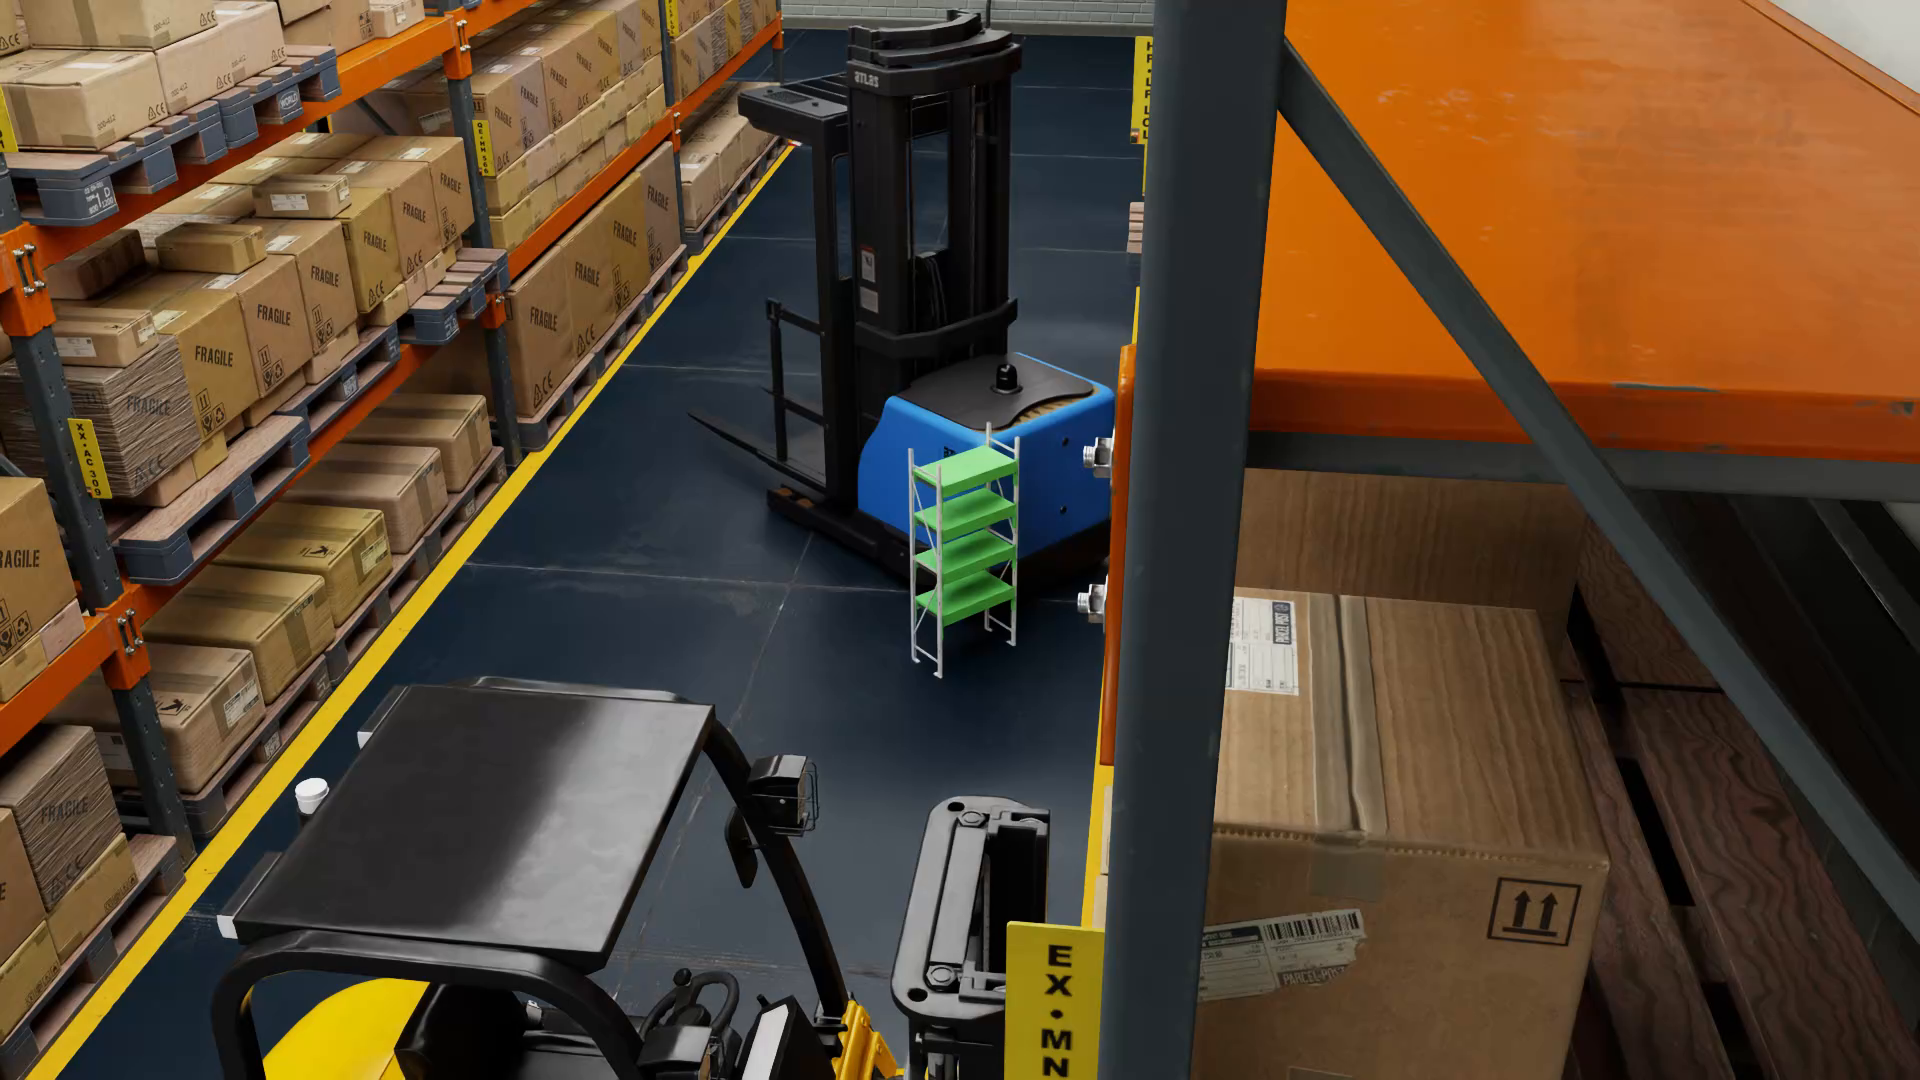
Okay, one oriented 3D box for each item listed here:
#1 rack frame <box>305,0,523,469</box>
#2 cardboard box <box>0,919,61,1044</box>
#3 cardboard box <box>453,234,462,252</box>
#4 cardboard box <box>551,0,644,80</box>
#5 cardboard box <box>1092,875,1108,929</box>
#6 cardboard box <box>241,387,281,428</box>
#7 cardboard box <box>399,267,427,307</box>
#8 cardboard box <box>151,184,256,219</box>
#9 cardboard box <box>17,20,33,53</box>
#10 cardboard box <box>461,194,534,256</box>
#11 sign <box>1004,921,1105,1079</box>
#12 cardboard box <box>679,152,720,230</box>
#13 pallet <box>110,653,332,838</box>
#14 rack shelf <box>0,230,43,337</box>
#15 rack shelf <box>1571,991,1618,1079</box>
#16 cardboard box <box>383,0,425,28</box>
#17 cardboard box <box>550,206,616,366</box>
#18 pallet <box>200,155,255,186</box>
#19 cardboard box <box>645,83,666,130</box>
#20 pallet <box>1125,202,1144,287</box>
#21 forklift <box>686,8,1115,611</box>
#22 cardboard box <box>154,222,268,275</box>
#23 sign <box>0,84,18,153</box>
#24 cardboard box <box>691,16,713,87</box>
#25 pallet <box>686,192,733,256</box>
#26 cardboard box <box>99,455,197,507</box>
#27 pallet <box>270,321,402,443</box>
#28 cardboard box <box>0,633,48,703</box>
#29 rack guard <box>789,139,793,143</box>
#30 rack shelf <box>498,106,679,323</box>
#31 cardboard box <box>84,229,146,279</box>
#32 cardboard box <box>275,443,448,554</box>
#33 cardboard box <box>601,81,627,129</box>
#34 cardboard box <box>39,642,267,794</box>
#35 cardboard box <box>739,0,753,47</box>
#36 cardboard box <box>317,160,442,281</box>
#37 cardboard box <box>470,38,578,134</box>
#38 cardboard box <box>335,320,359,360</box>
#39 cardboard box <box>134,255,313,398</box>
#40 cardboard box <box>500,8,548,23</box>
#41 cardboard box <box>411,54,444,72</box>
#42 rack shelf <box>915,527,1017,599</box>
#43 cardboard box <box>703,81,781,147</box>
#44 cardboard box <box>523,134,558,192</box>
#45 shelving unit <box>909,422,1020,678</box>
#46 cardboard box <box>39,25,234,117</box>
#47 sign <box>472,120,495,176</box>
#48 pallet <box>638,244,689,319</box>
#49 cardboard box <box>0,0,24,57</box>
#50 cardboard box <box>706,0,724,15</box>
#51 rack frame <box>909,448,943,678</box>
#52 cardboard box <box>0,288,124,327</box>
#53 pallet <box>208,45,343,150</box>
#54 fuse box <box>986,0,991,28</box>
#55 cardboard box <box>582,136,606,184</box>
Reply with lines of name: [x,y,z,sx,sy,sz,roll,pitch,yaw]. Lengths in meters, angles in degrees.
rack frame: [-3.316,-1.833,9.990,1.000,3.000,0.127,3,28,6]
cardboard box: [-3.667,1.621,6.036,0.500,0.250,0.500,3,28,5]
cardboard box: [-3.122,-1.739,9.638,0.380,0.149,0.250,4,29,8]
cardboard box: [-2.687,-3.731,12.354,0.500,0.500,0.500,4,29,7]
cardboard box: [0.677,1.372,5.444,0.500,0.250,0.500,3,28,6]
cardboard box: [-3.353,-0.640,7.597,0.380,0.149,0.250,4,29,7]
cardboard box: [-3.109,-1.370,8.952,0.380,0.149,0.250,2,28,4]
cardboard box: [-3.716,-1.498,8.507,0.500,0.500,0.500,4,29,7]
cardboard box: [-3.811,-1.911,6.687,0.500,0.250,0.500,4,29,7]
cardboard box: [-3.006,-1.983,10.426,0.500,0.250,0.500,3,28,5]
sign: [0.094,0.506,1.636,0.100,0.325,0.005,3,28,6]
cardboard box: [-2.642,-3.062,14.530,0.875,0.438,0.875,3,28,5]
pallet: [-3.712,0.911,7.837,1.003,0.211,1.213,3,28,6]
rack shelf: [-4.051,-0.013,4.207,1.077,0.370,4.000,3,28,6]
rack shelf: [0.876,0.274,3.674,1.077,0.370,4.000,3,28,6]
cardboard box: [-3.146,-2.883,9.040,0.380,0.149,0.250,3,28,6]
cardboard box: [-3.035,-1.822,11.768,0.875,0.875,0.875,4,29,7]
pallet: [-7.557,-3.622,16.251,1.003,0.211,1.213,3,28,6]
cardboard box: [-2.630,-3.424,13.101,0.500,0.250,0.500,3,28,5]
pallet: [1.624,-1.785,10.103,1.213,0.211,1.003,3,28,6]
forklift: [-0.512,-1.518,9.478,1.130,2.935,3.031,-24,36,-37]
cardboard box: [-3.366,-1.314,7.480,0.380,0.149,0.250,5,29,9]
sign: [-3.266,-1.470,5.609,0.100,0.325,0.005,3,28,6]
cardboard box: [-2.443,-4.202,14.282,0.500,0.500,0.500,4,29,7]
pallet: [-2.655,-2.842,14.802,1.003,0.211,1.213,3,28,6]
cardboard box: [-3.425,-0.266,6.904,0.380,0.149,0.250,4,29,7]
pallet: [-3.518,-0.814,8.301,1.003,0.211,1.213,3,28,6]
cardboard box: [-3.567,0.447,6.022,0.380,0.149,0.250,4,29,7]
rack guard: [-2.333,-4.510,17.594,1.175,0.500,0.348,3,28,6]
rack shelf: [-3.071,-2.458,11.908,1.077,0.370,4.000,3,28,6]
cardboard box: [-3.892,-1.282,7.421,0.380,0.149,0.250,2,28,4]
cardboard box: [-3.477,-0.248,9.375,0.950,0.372,0.625,3,28,5]
cardboard box: [-2.750,-3.168,12.100,0.500,0.250,0.500,4,29,7]
cardboard box: [-3.744,0.775,7.477,0.950,0.372,0.625,4,29,7]
cardboard box: [-2.262,-4.922,15.619,0.500,0.500,0.500,4,29,8]
cardboard box: [-3.148,-1.719,8.916,0.500,0.500,0.500,3,28,5]
cardboard box: [-2.883,-3.012,11.018,0.500,0.500,0.500,4,29,8]
cardboard box: [-3.234,-1.005,8.276,0.380,0.149,0.250,2,28,5]
cardboard box: [-3.329,-0.982,7.548,0.500,0.500,0.500,3,28,6]
cardboard box: [-3.264,-3.533,11.985,0.500,0.500,0.500,3,28,5]
cardboard box: [-3.457,-2.818,10.658,0.500,0.500,0.500,4,29,7]
rack shelf: [0.022,0.112,8.411,0.480,0.148,0.258,-21,35,-33]
cardboard box: [-2.317,-4.339,16.900,0.875,0.438,0.875,2,28,4]
cardboard box: [-2.944,-2.455,10.774,0.500,0.250,0.500,4,29,7]
shelving unit: [0.022,0.056,8.380,0.503,1.200,0.258,-21,35,-33]
cardboard box: [-3.275,-1.880,6.630,0.500,0.250,0.500,3,28,6]
sign: [-2.776,-2.281,9.684,0.100,0.325,0.005,3,28,6]
pallet: [-2.845,-2.121,13.464,1.003,0.211,1.213,3,28,6]
cardboard box: [-3.861,-1.890,6.121,0.500,0.250,0.500,4,29,7]
cardboard box: [-2.385,-4.888,14.501,0.500,0.500,0.500,4,29,7]
rack frame: [-0.169,0.128,8.246,0.015,1.200,0.240,-21,35,-33]
cardboard box: [-3.918,-0.774,7.163,0.500,0.500,0.500,4,29,6]
pallet: [-3.501,-1.961,7.262,1.213,0.211,1.003,3,28,6]
fuse box: [0.399,-7.496,21.861,0.539,1.711,0.414,3,28,6]
cardboard box: [-2.834,-2.705,11.766,0.500,0.250,0.500,3,28,6]
